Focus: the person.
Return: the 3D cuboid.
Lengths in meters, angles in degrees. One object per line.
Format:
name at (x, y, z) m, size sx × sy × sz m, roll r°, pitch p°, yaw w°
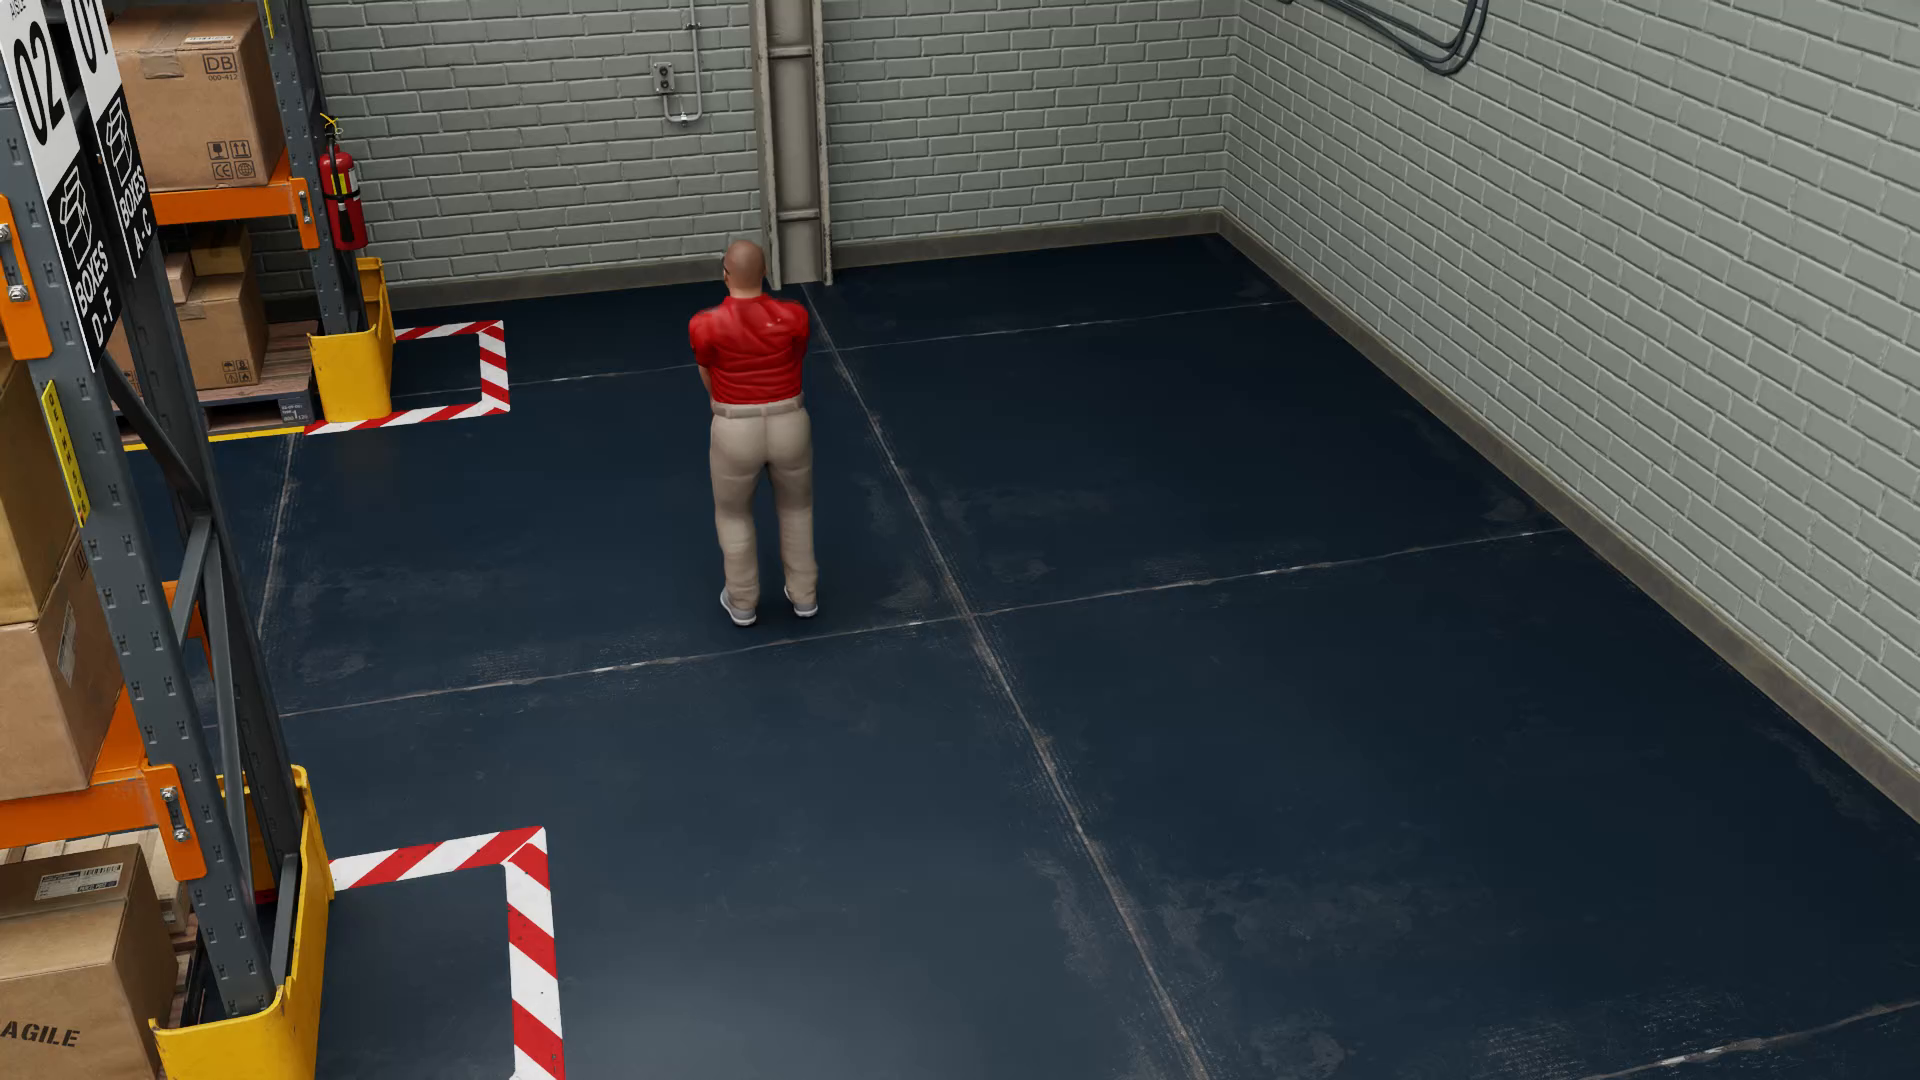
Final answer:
person at (-0.865, -0.478, 6.985) m, size 0.494 × 1.718 × 0.538 m, roll -7°, pitch 31°, yaw -12°
